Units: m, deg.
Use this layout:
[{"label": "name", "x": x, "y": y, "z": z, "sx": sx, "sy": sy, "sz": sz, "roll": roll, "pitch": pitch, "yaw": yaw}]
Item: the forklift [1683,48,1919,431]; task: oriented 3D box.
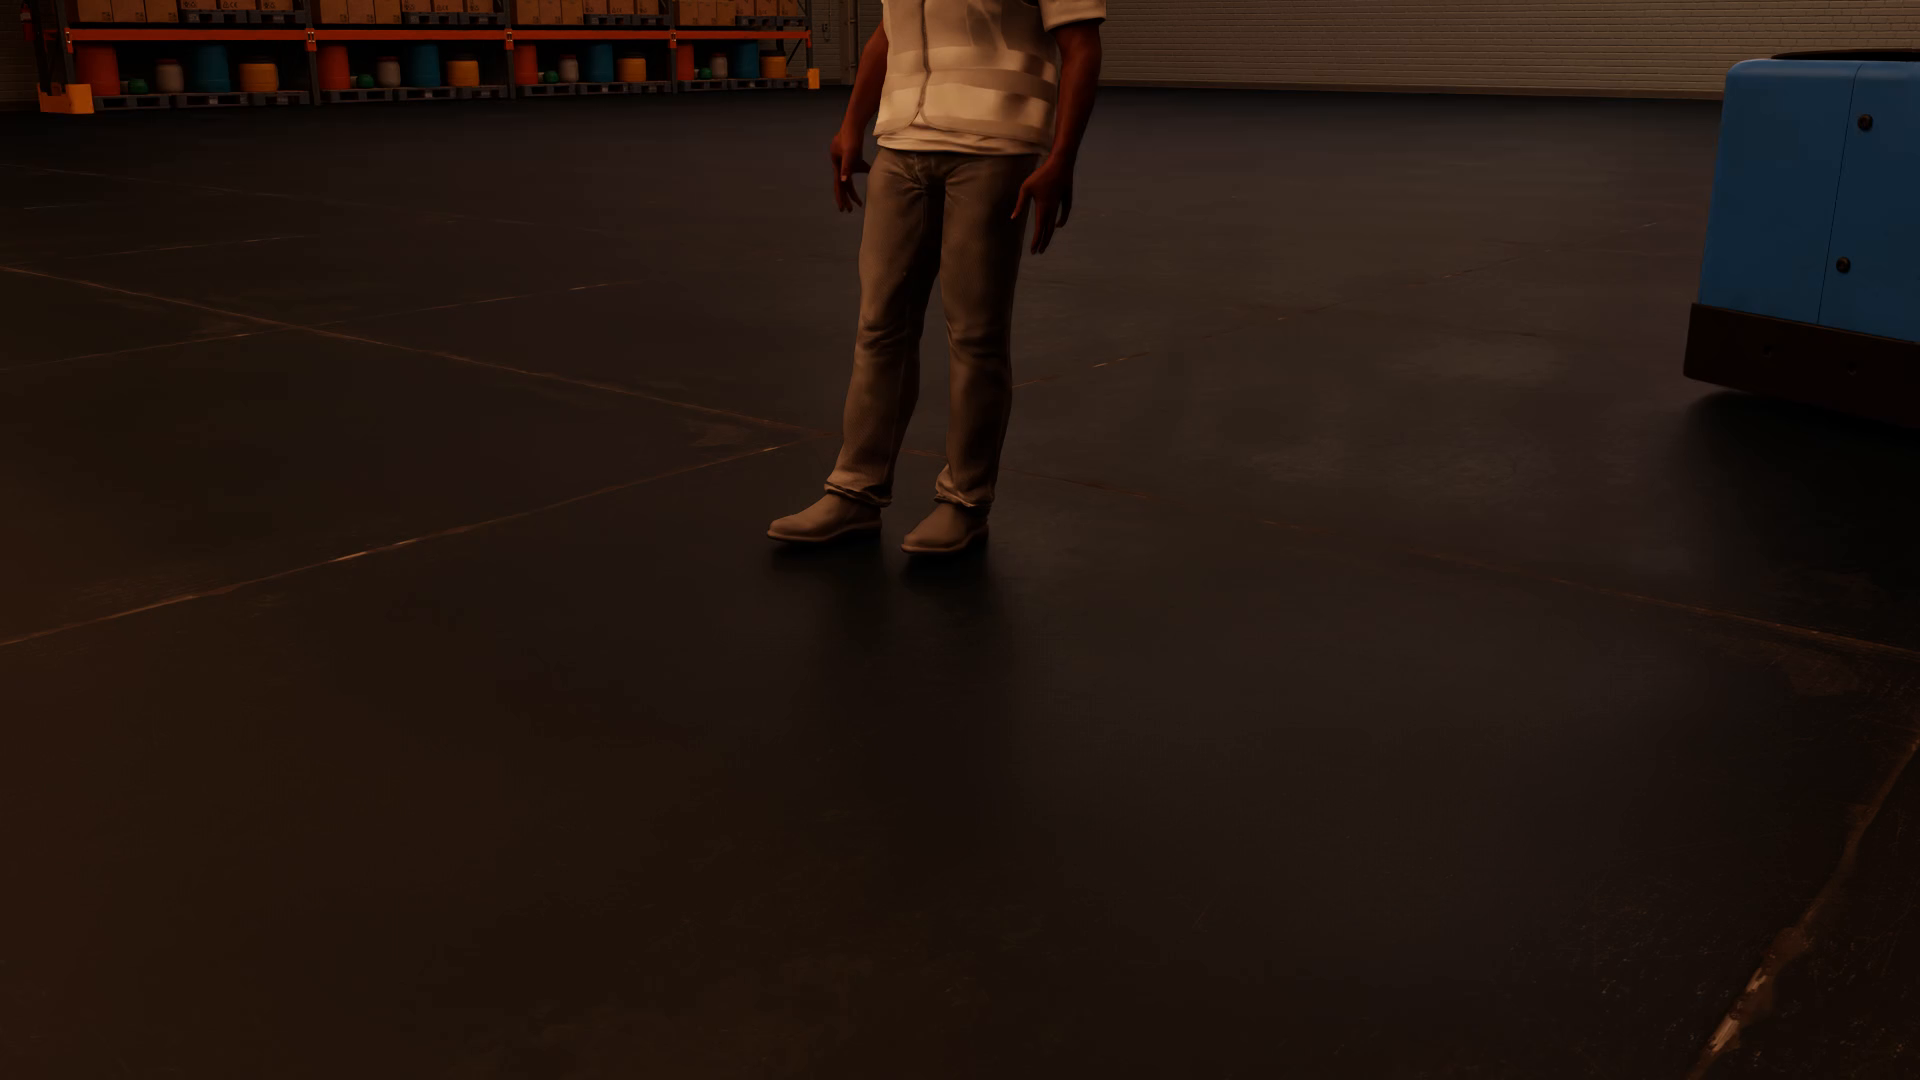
[{"label": "forklift", "x": 3.946, "y": -1.925, "z": 5.238, "sx": 3.031, "sy": 2.935, "sz": 1.130, "roll": -7, "pitch": 18, "yaw": -23}]

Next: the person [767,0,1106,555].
[{"label": "person", "x": -0.049, "y": -0.838, "z": 3.636, "sx": 0.665, "sy": 1.765, "sz": 0.577, "roll": 13, "pitch": 21, "yaw": 37}]
